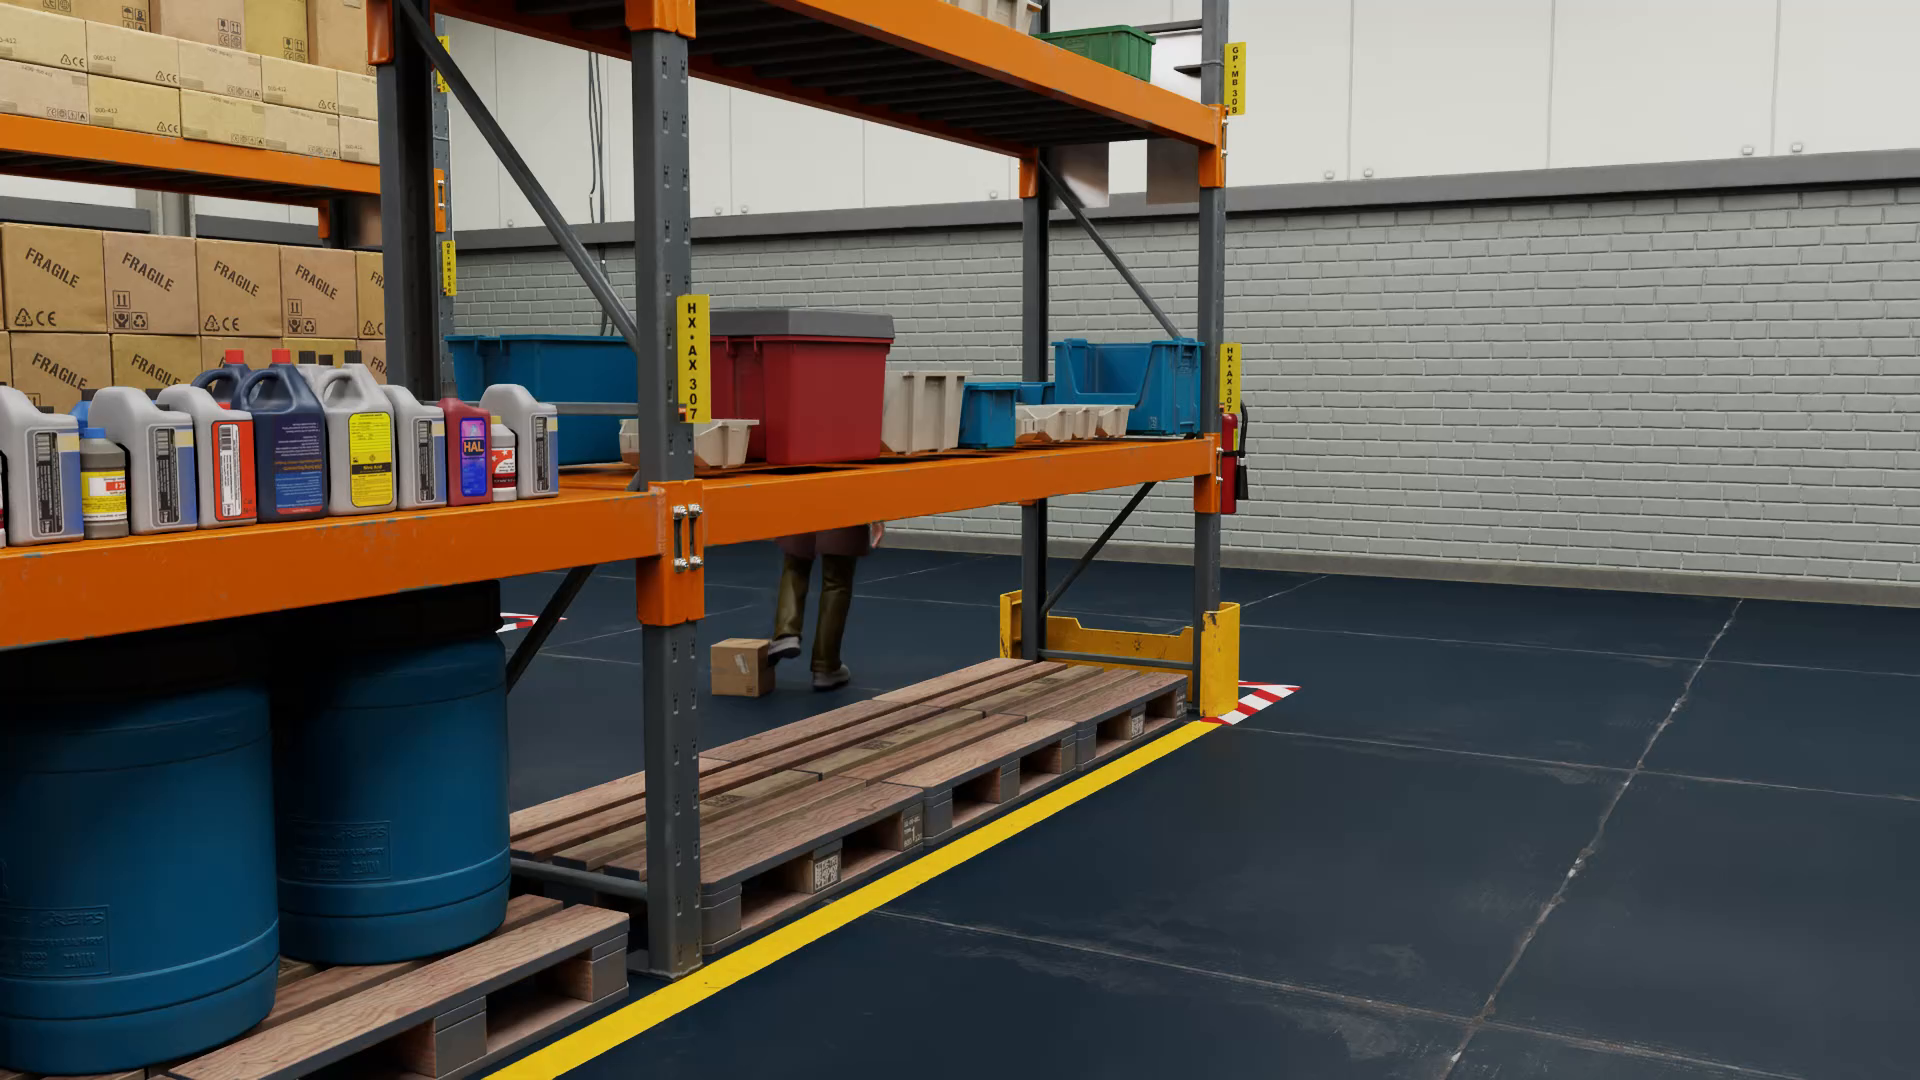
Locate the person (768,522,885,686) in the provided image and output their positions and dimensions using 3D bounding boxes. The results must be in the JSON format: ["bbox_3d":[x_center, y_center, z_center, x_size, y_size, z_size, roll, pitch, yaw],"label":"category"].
[{"bbox_3d":[-0.714,-0.142,8.485,0.720,1.772,0.549,1,6,13],"label":"person"}]
